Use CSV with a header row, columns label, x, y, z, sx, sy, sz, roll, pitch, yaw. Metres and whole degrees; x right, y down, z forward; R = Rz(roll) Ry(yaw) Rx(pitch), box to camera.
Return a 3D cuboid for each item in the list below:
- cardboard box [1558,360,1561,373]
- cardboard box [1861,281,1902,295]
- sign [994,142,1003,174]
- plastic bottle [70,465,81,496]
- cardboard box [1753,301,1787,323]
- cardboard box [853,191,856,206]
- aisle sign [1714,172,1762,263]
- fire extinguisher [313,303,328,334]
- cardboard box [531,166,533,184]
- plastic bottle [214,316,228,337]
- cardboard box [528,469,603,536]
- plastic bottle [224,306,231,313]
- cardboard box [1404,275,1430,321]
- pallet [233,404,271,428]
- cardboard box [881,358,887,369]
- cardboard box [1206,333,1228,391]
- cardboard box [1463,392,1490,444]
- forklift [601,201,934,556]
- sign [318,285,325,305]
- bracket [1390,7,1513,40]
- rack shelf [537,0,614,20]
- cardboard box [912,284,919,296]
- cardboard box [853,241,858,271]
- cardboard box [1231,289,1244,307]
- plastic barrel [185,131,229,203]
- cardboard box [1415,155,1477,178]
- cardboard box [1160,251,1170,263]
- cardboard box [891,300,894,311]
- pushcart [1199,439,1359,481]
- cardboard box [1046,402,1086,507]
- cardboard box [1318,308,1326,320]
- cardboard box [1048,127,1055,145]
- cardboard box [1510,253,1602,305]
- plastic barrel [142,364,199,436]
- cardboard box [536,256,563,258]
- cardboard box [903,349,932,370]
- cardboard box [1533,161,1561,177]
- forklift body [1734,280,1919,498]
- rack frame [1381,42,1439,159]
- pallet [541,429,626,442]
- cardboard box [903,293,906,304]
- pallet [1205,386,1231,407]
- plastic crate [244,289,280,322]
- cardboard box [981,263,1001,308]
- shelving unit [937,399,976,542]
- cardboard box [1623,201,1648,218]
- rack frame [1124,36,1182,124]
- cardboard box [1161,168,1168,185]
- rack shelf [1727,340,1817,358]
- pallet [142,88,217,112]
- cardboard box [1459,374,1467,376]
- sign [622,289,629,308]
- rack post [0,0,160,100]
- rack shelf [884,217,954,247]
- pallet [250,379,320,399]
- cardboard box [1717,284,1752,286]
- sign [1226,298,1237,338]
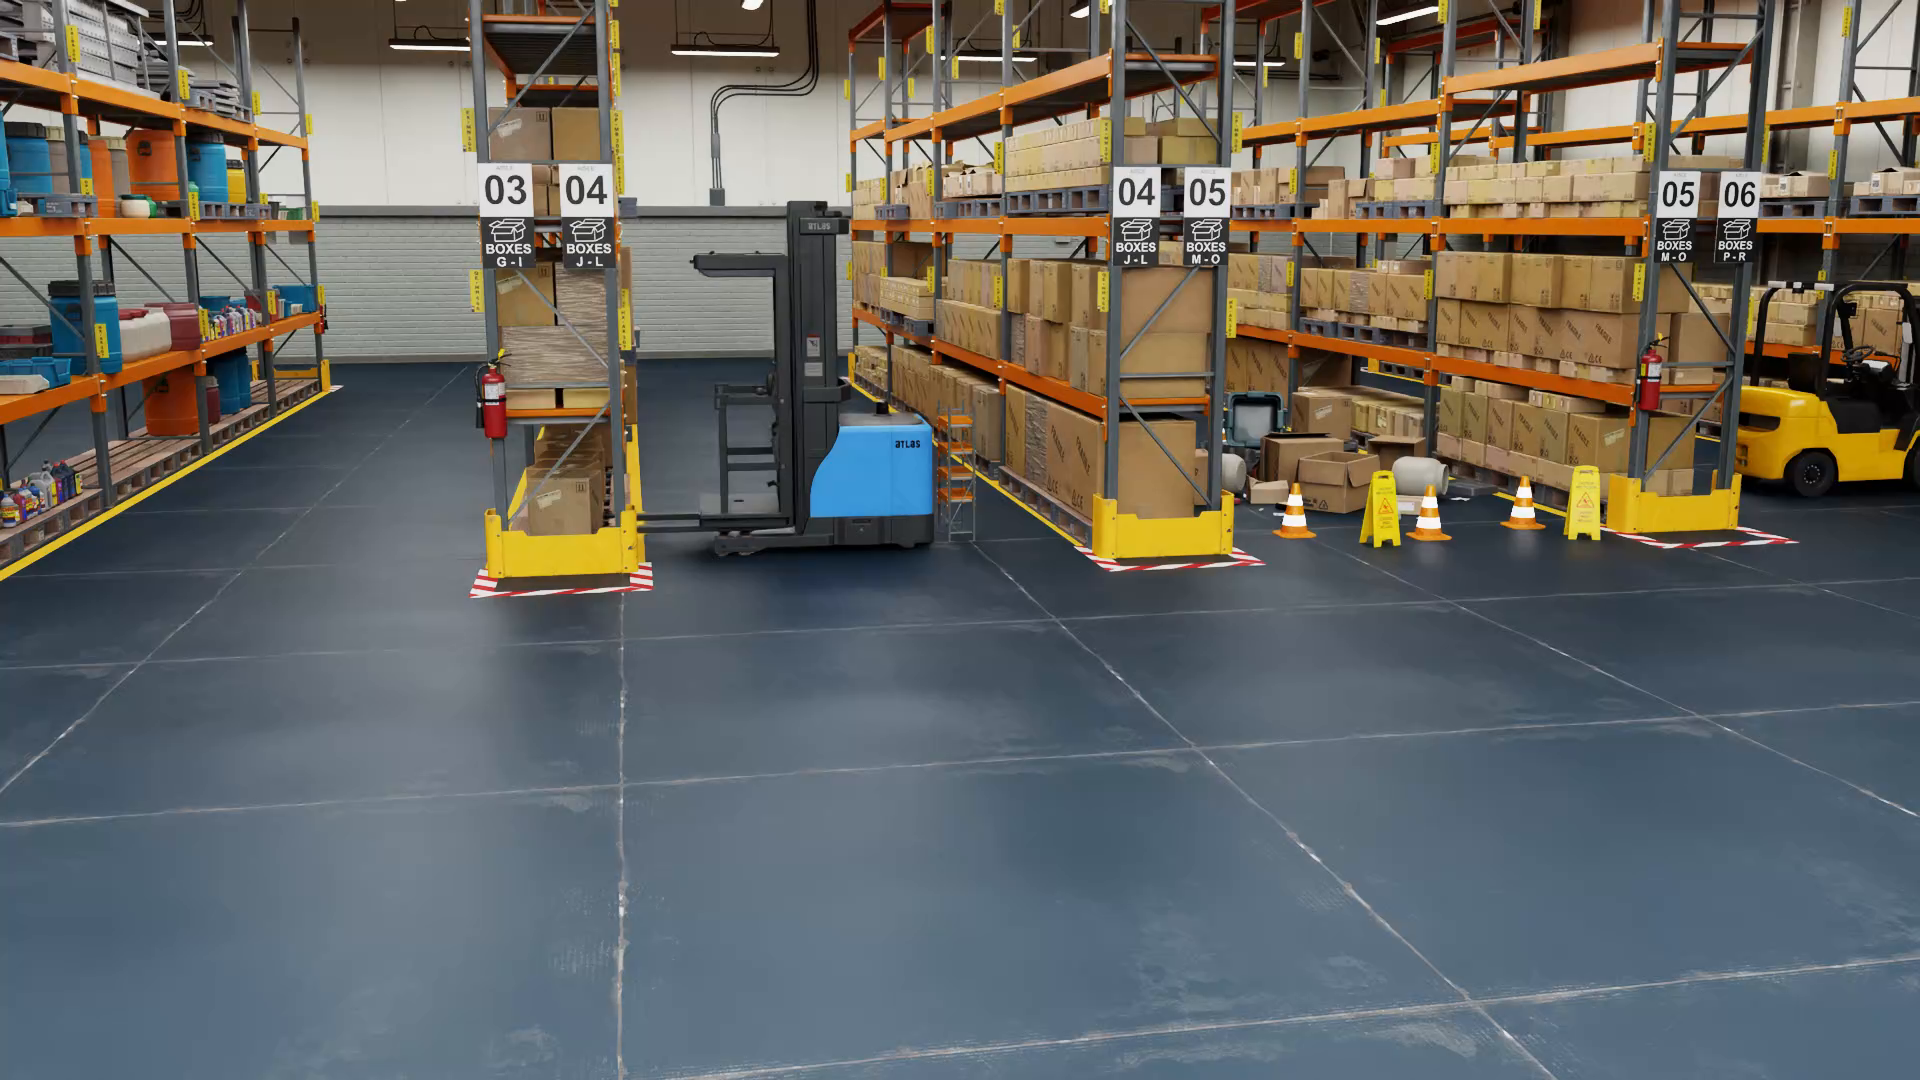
label,x,y,z,sx,sy,sz,roll,pitch,yaw
cardboard box,6.090,-1.696,16.258,0.380,0.149,0.250,-2,11,-10
cardboard box,10.569,-2.886,19.038,0.380,0.149,0.250,-2,11,-10
sign,0.407,-3.966,17.265,0.100,0.325,0.005,-2,11,-11
plastic bottle,-8.389,-0.569,15.752,0.061,0.283,0.133,-2,11,-8
cardboard box,10.188,-2.832,20.617,0.500,0.250,0.500,-2,11,-12
cardboard box,-1.564,-5.860,28.504,0.500,0.250,0.500,-2,11,-10
aisle sign,6.867,-2.847,14.682,0.394,0.787,0.004,-2,11,-11
fire extinguisher,-10.723,-3.787,27.777,0.296,0.674,0.183,-2,11,-11
cardboard box,-3.530,-2.845,12.936,0.380,0.149,0.250,-2,11,-11
plastic bottle,-9.621,-2.782,21.621,0.152,0.276,0.135,-2,11,-11
cardboard box,-3.275,-0.304,13.831,0.500,0.500,0.500,0,11,0
plastic bottle,-9.968,-3.011,22.624,0.144,0.351,0.185,-2,11,-11
cardboard box,5.458,-2.782,19.104,0.500,0.500,0.500,-2,11,-12
pallet,-10.253,-1.718,23.158,1.003,0.211,1.213,-2,11,-11
cardboard box,-1.032,-2.772,26.149,0.380,0.149,0.250,-2,11,-10
cardboard box,4.416,-2.823,26.066,0.875,0.875,0.875,-2,11,-9
cardboard box,5.739,-1.312,17.794,0.500,0.500,0.500,-2,11,-9
forklift,-1.780,-1.410,14.263,3.031,2.935,1.130,-1,11,-7
sign,-10.603,-4.068,27.609,0.100,0.325,0.005,-2,11,-11
bracket,8.904,-9.364,30.201,0.076,0.066,4.783,-2,11,-11
rack shelf,-5.115,-7.270,21.863,1.077,0.370,4.000,-2,11,-11
cardboard box,-0.432,-3.334,22.147,0.380,0.149,0.250,-2,11,-12
cardboard box,-1.570,-4.901,28.686,0.500,0.500,0.500,-2,11,-11
cardboard box,4.328,-3.571,24.503,0.500,0.250,0.500,-2,11,-13
plastic barrel,-9.880,-4.849,21.667,0.600,0.901,0.708,-2,11,-11
cardboard box,5.535,-4.258,18.961,0.500,0.250,0.500,-2,11,-10
cardboard box,3.656,-4.575,27.767,0.500,0.500,0.500,-2,11,-10
cardboard box,-0.791,-3.377,23.967,0.380,0.149,0.250,-3,11,-14
pushcart,3.546,-0.924,18.541,1.648,0.377,0.936,-6,13,-31
cardboard box,1.345,-0.818,15.530,0.875,0.875,0.875,-2,11,-12
cardboard box,4.906,-2.949,21.718,0.380,0.149,0.250,-3,11,-15
cardboard box,1.020,-3.698,15.231,0.380,0.149,0.250,-2,11,-11
cardboard box,5.986,-2.622,16.713,0.700,0.500,0.500,-2,11,-11
plastic barrel,-9.696,-1.727,20.426,0.600,0.830,0.708,-2,11,-11
cardboard box,-3.914,-2.355,15.310,0.500,0.500,0.500,-2,11,-11
cardboard box,-0.533,-2.583,23.802,0.500,0.250,0.500,-2,11,-9
cardboard box,5.864,-3.644,16.334,0.380,0.149,0.250,-2,11,-10
forklift body,9.261,-1.616,17.435,2.313,2.155,1.214,-2,11,-11
rack frame,8.307,-7.633,30.734,1.000,3.000,0.127,-2,11,-11
pallet,-4.575,-1.164,20.248,1.003,0.211,1.213,-2,11,-11
cardboard box,-0.585,-3.331,22.928,0.380,0.149,0.250,-2,11,-11
pallet,4.441,-2.263,26.020,1.003,0.211,1.213,-2,11,-11
plastic crate,-10.290,-3.465,24.545,0.402,0.464,0.583,-2,11,-11
cardboard box,0.635,-2.924,19.093,0.700,0.500,0.500,-2,11,-11
shelving unit,-0.032,-0.620,14.744,0.258,1.200,0.503,-2,11,-11
cardboard box,6.207,-2.976,14.959,0.380,0.149,0.250,-2,11,-11
rack frame,3.439,-7.452,29.782,1.000,3.000,0.127,-2,11,-11
cardboard box,1.913,-3.099,14.214,0.380,0.149,0.250,-2,11,-10
rack shelf,10.252,-2.499,21.726,1.077,0.370,4.000,-2,11,-11
pallet,-9.694,-5.288,19.989,1.213,0.211,1.003,-2,11,-11
cardboard box,8.689,-2.850,28.148,0.380,0.149,0.250,-2,11,-13
sign,-3.417,-2.390,16.916,0.100,0.325,0.005,-2,11,-11
rack post,-9.273,-5.167,17.241,1.013,1.000,3.121,-2,11,-11
rack shelf,-0.230,-4.326,23.305,1.077,0.370,4.000,-2,11,-11
pallet,-11.018,-2.442,26.962,1.003,0.211,1.213,-2,11,-11
cardboard box,10.367,-3.347,22.259,0.380,0.149,0.250,-2,11,-11
sign,2.261,-1.855,13.894,0.100,0.325,0.005,-2,11,-11
